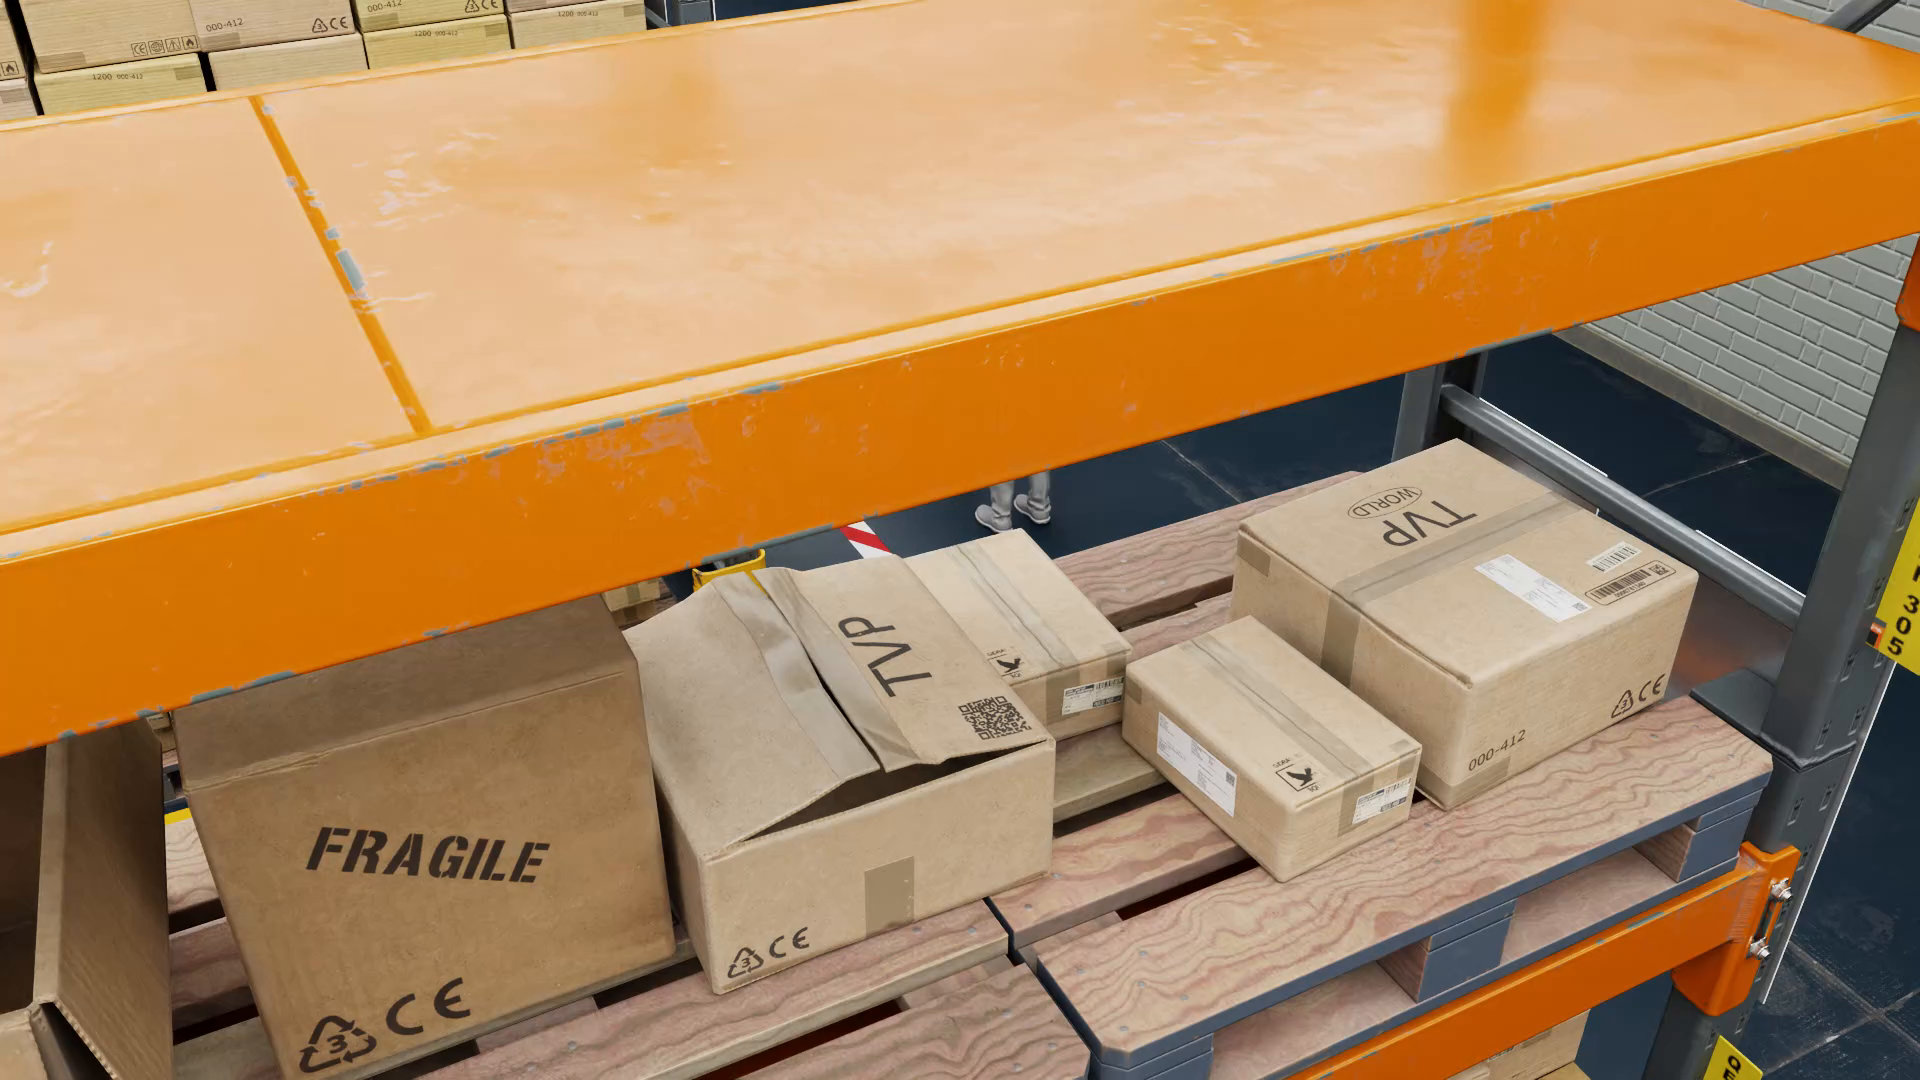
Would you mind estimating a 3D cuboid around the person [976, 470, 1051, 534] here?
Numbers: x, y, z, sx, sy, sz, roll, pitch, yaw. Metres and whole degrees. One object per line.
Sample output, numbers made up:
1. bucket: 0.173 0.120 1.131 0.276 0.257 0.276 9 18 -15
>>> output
1. person: 0.265 -0.836 8.395 0.459 1.686 0.549 -15 36 -22
